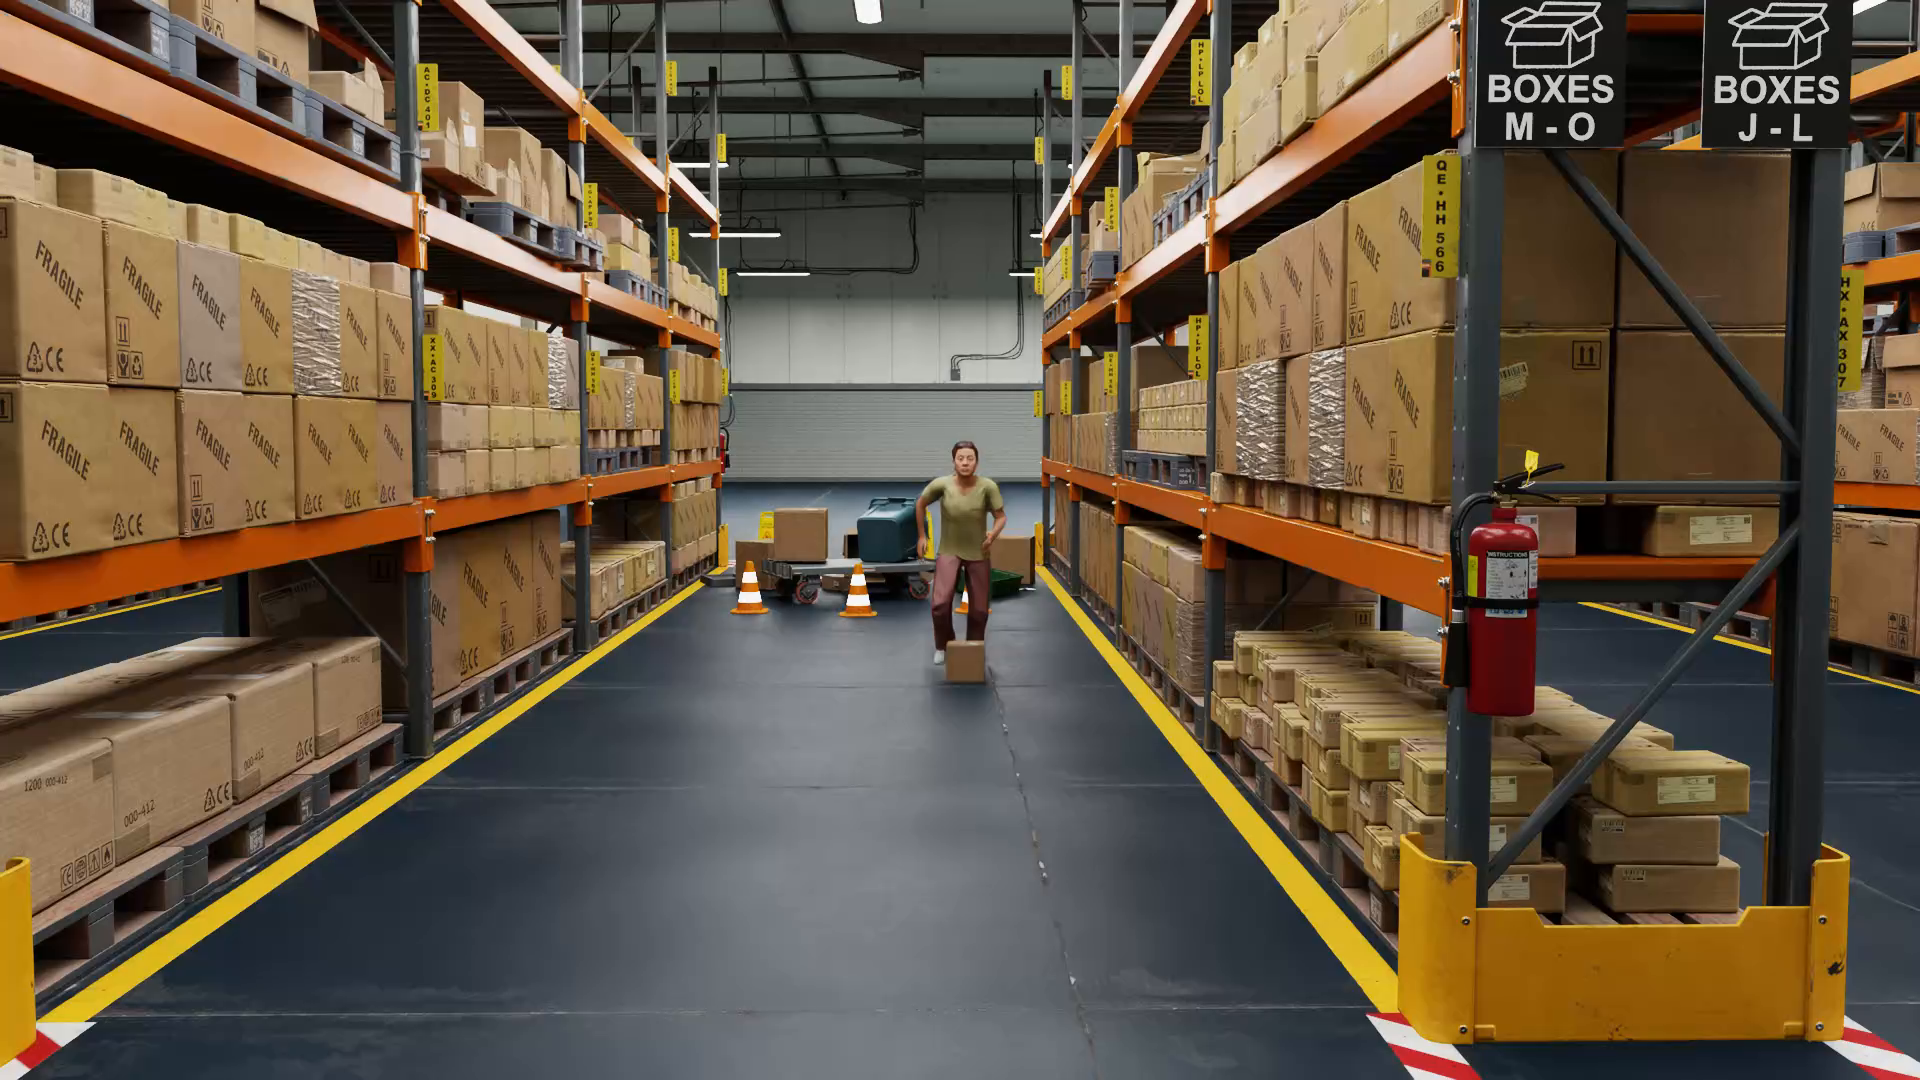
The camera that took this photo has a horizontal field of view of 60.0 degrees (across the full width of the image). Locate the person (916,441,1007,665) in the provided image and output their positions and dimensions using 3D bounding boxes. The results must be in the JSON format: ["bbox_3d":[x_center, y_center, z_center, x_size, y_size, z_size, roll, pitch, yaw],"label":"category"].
[{"bbox_3d":[0.012,0.121,11.237,0.600,1.586,0.725,0,4,-6],"label":"person"}]
